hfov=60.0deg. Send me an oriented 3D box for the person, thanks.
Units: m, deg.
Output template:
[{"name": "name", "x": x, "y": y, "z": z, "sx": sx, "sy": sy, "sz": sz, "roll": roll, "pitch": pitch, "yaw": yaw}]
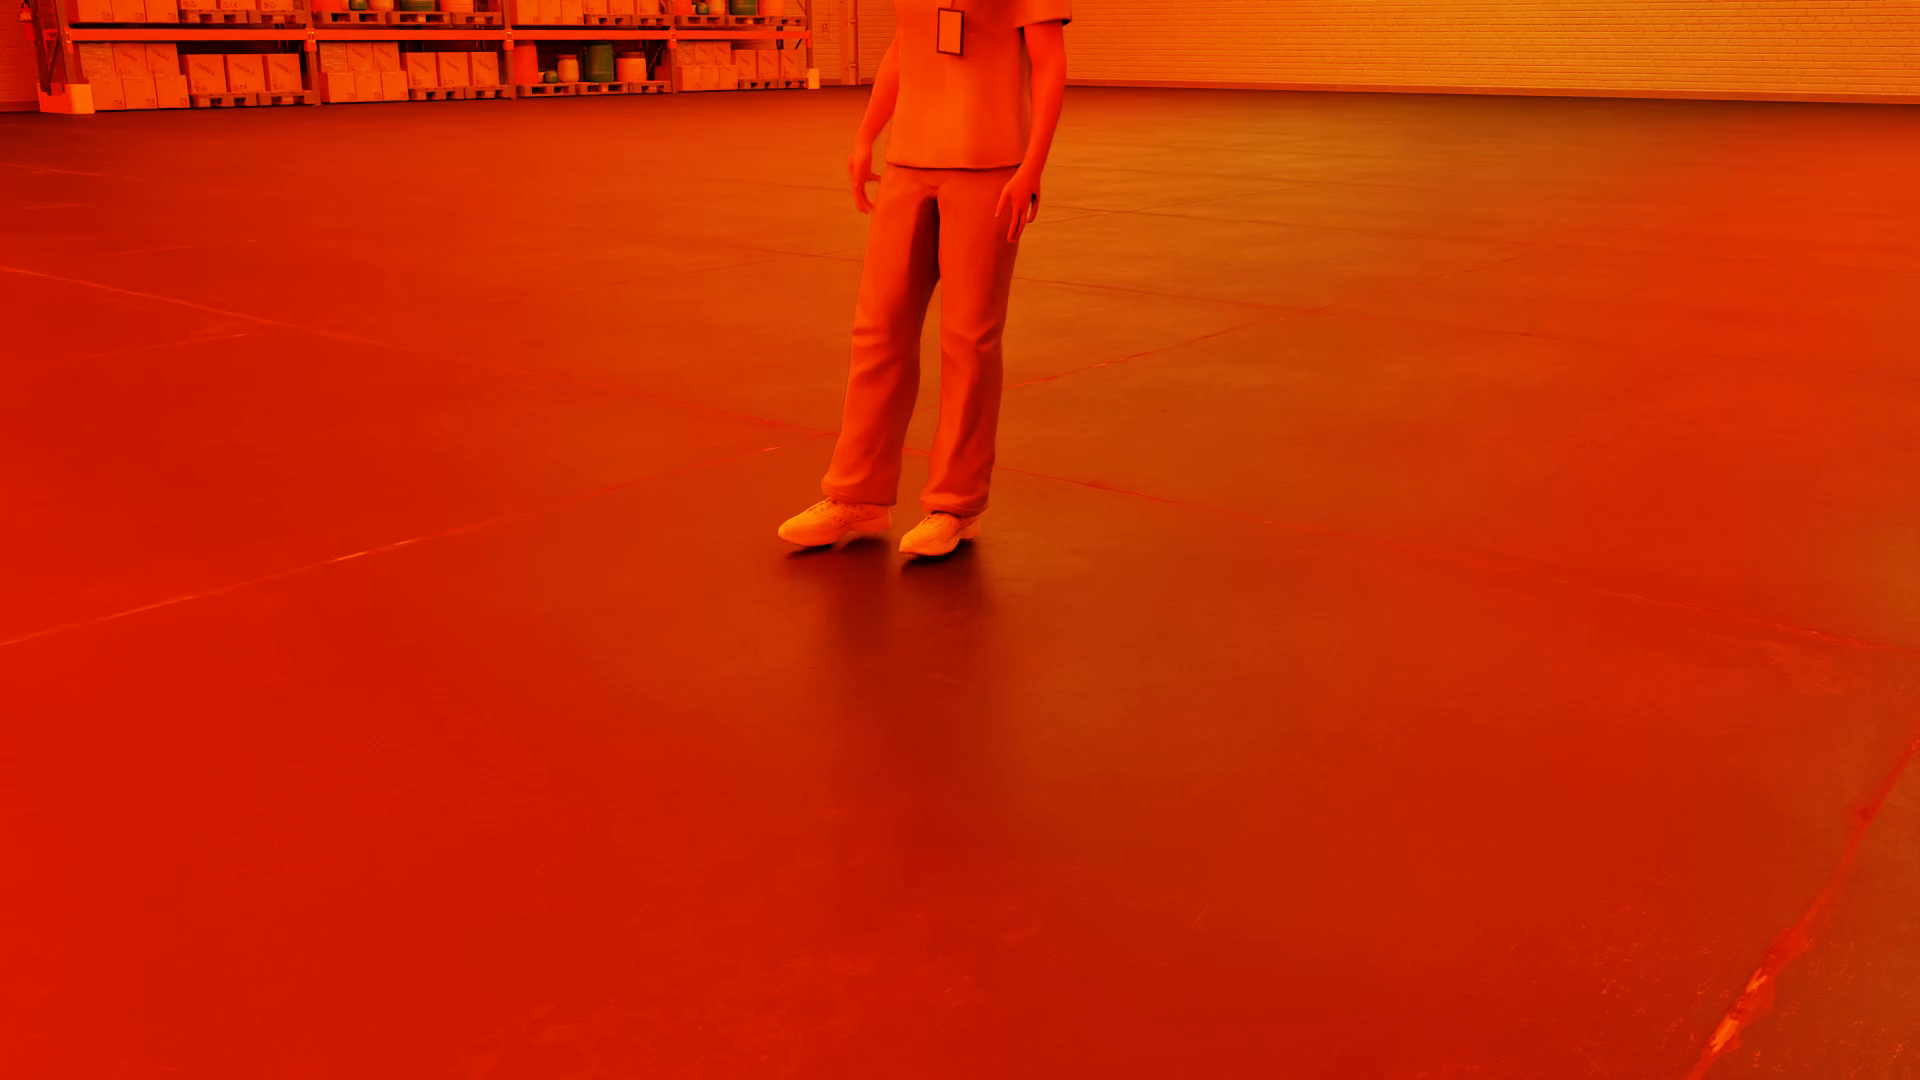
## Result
[{"name": "person", "x": -0.057, "y": -0.795, "z": 3.650, "sx": 0.549, "sy": 1.675, "sz": 0.549, "roll": 13, "pitch": 21, "yaw": 37}]
